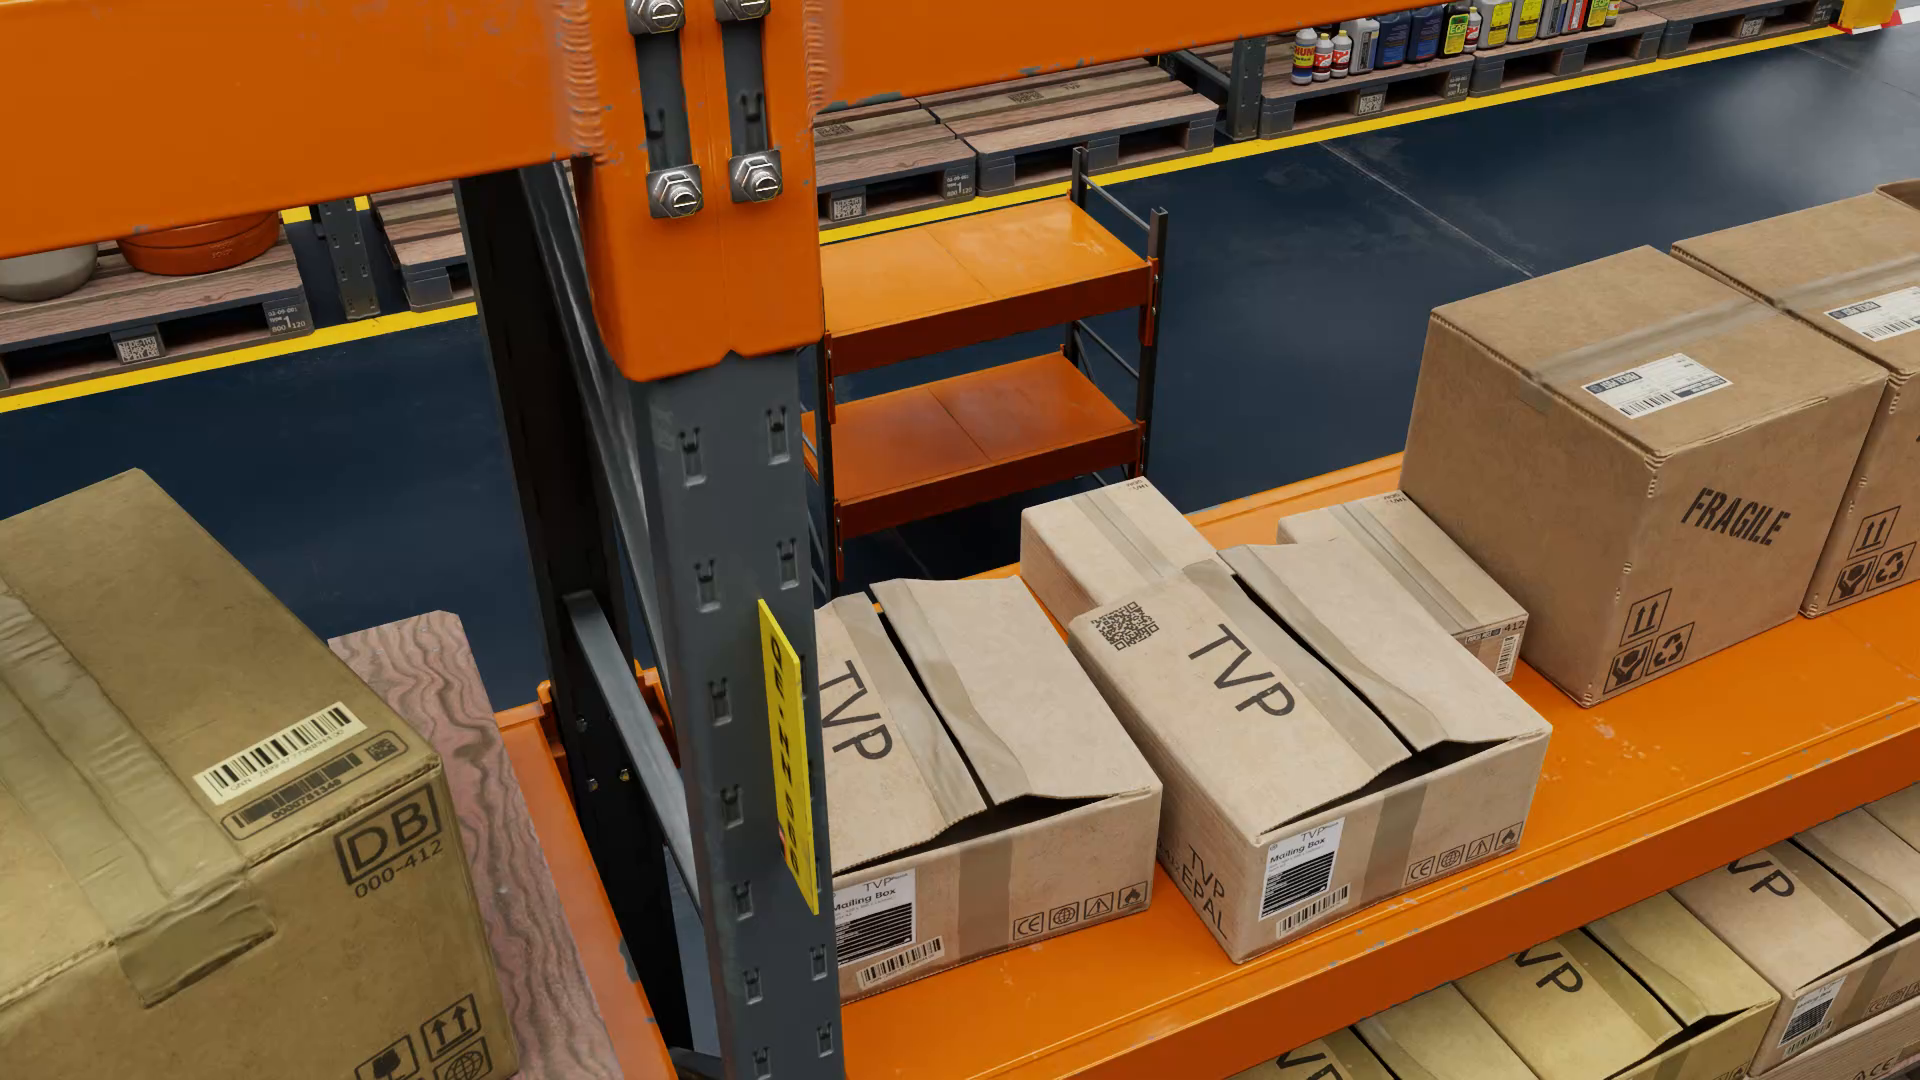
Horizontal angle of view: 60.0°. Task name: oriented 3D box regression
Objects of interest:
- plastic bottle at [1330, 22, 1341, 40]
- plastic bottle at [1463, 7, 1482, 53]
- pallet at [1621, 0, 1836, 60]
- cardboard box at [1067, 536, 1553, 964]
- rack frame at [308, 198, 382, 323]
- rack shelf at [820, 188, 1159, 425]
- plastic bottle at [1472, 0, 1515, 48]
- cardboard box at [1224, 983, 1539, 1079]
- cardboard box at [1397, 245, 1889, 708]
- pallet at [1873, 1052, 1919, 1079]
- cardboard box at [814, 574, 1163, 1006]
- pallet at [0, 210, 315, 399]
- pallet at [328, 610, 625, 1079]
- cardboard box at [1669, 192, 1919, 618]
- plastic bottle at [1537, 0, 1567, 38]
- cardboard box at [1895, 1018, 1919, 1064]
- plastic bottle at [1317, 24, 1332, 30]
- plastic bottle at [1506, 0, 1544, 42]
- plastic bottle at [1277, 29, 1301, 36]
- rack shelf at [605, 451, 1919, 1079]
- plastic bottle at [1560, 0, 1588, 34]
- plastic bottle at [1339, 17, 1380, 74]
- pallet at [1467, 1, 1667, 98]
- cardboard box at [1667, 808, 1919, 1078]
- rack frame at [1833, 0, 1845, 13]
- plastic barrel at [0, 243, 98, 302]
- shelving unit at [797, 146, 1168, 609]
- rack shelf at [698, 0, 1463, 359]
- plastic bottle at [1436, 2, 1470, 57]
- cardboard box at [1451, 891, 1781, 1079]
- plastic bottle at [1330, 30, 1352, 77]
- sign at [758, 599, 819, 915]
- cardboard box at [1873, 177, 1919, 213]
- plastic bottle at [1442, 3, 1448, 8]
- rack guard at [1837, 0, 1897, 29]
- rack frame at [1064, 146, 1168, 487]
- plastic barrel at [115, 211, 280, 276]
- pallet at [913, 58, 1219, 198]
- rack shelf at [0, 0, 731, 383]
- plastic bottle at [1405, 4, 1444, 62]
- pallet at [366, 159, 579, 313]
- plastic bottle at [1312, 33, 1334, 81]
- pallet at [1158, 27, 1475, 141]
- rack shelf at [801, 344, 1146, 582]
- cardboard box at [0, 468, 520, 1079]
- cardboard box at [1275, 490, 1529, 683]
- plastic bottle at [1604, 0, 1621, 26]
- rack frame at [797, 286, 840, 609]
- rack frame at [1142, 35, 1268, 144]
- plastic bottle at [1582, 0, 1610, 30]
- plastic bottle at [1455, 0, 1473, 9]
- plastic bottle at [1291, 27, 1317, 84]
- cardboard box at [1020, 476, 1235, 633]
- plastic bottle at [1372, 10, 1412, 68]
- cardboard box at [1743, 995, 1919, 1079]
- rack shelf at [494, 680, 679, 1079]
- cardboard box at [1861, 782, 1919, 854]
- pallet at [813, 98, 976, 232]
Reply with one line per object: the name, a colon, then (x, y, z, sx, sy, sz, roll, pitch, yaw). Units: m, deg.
plastic bottle: (1.831, -2.419, 7.904, 0.133, 0.283, 0.061, -16, 39, -20)
plastic bottle: (2.465, -2.475, 8.049, 0.097, 0.201, 0.097, 0, 37, 0)
pallet: (3.955, -2.980, 9.091, 1.213, 0.211, 1.003, -16, 39, -20)
cardboard box: (0.493, 0.264, 2.451, 0.500, 0.311, 0.500, -16, 39, -20)
rack frame: (-2.500, -2.322, 5.863, 0.127, 3.000, 1.000, -16, 39, -20)
rack shelf: (-0.006, -0.685, 4.738, 1.000, 0.278, 0.538, -16, 39, -20)
plastic bottle: (2.584, -2.584, 8.070, 0.185, 0.351, 0.144, -16, 39, -20)
cardboard box: (0.672, 0.949, 2.938, 0.500, 0.311, 0.500, -17, 40, -21)
cardboard box: (1.113, -0.124, 2.815, 0.500, 0.500, 0.500, -18, 40, -22)
pallet: (1.466, 0.976, 3.757, 1.213, 0.211, 1.003, -16, 39, -20)
cardboard box: (-0.051, 0.317, 2.379, 0.500, 0.311, 0.500, -13, 39, -17)
pallet: (-3.196, -0.980, 6.395, 1.213, 0.211, 1.003, -16, 39, -20)
pallet: (-0.983, 0.636, 2.035, 1.003, 0.211, 1.213, -16, 39, -20)
cardboard box: (1.590, -0.257, 2.995, 0.500, 0.500, 0.500, -16, 39, -20)
plastic bottle: (2.900, -2.645, 8.215, 0.135, 0.276, 0.152, -17, 40, -21)
cardboard box: (2.048, 0.791, 3.621, 0.500, 0.250, 0.500, -15, 39, -19)
plastic bottle: (1.841, -2.711, 8.304, 0.135, 0.276, 0.152, -16, 39, -20)
plastic bottle: (2.752, -2.631, 8.133, 0.185, 0.351, 0.144, -14, 39, -18)
plastic bottle: (1.643, -2.688, 8.211, 0.185, 0.351, 0.144, -16, 39, -20)
rack shelf: (1.412, 0.133, 3.157, 4.000, 0.370, 1.077, -16, 39, -20)
plastic bottle: (3.026, -2.680, 8.262, 0.135, 0.276, 0.152, -15, 39, -20)
plastic bottle: (1.877, -2.358, 7.829, 0.135, 0.276, 0.152, -14, 39, -18)
pallet: (2.853, -2.674, 8.677, 1.213, 0.211, 1.003, -16, 39, -20)
cardboard box: (1.600, 0.690, 3.286, 0.500, 0.311, 0.500, -16, 39, -21)
rack frame: (4.742, -4.347, 8.593, 0.127, 3.000, 1.000, -16, 39, -20)
plastic barrel: (-3.409, -1.168, 6.042, 0.421, 0.512, 0.421, 0, 37, 0)
shelving unit: (-0.006, -0.450, 4.913, 1.048, 1.125, 0.538, -16, 39, -20)
rack shelf: (1.412, -1.072, 2.264, 4.000, 0.370, 1.077, -16, 39, -20)
plastic bottle: (2.366, -2.468, 7.971, 0.133, 0.283, 0.061, -14, 39, -18)
cardboard box: (1.135, 0.821, 3.110, 0.500, 0.311, 0.500, -17, 40, -21)
plastic bottle: (1.780, -2.283, 7.790, 0.097, 0.201, 0.097, 0, 37, 0)
sign: (-0.160, 0.207, 1.548, 0.005, 0.325, 0.100, -16, 39, -20)
cardboard box: (2.043, -0.384, 3.166, 0.500, 0.500, 0.500, -13, 38, -17)
plastic bottle: (2.316, -2.501, 8.026, 0.097, 0.271, 0.097, 0, 37, 0)
rack guard: (4.693, -3.299, 9.278, 0.348, 0.500, 1.175, -16, 39, -20)
rack frame: (0.454, -0.579, 5.086, 0.032, 1.125, 0.500, -16, 39, -20)
plastic barrel: (-2.936, -1.486, 6.205, 0.708, 0.830, 0.600, -16, 39, -20)
pallet: (0.426, -1.995, 7.763, 1.213, 0.211, 1.003, -16, 39, -20)
rack shelf: (-2.209, -0.060, 0.899, 4.000, 0.370, 1.077, -16, 39, -20)
plastic bottle: (2.199, -2.476, 7.925, 0.185, 0.351, 0.144, -17, 40, -22)
pallet: (-1.782, -1.378, 6.930, 1.213, 0.211, 1.003, -16, 39, -20)
plastic bottle: (1.688, -2.258, 7.756, 0.097, 0.201, 0.097, 0, 37, 0)
pallet: (1.747, -2.362, 8.258, 1.213, 0.211, 1.003, -16, 39, -20)
rack shelf: (-0.006, -0.254, 5.058, 1.000, 0.278, 0.538, -16, 39, -20)
cardboard box: (-0.921, 0.361, 1.809, 0.500, 0.500, 0.700, -30, 46, -34)
cardboard box: (0.732, 0.098, 2.811, 0.250, 0.149, 0.380, -13, 38, -17)
plastic bottle: (3.266, -2.699, 8.350, 0.097, 0.201, 0.097, 0, 37, 0)
rack frame: (-0.466, -0.321, 4.739, 0.032, 1.125, 0.500, -16, 39, -20)
rack frame: (1.121, -3.335, 7.228, 0.127, 3.000, 1.000, -16, 39, -20)
plastic bottle: (3.168, -2.692, 8.273, 0.133, 0.283, 0.061, -15, 39, -19)
plastic bottle: (2.498, -2.627, 8.191, 0.135, 0.276, 0.152, -16, 39, -20)
plastic bottle: (1.596, -2.260, 7.700, 0.097, 0.271, 0.097, 0, 37, 0)
cardboard box: (0.298, 0.074, 2.843, 0.250, 0.149, 0.380, -16, 39, -20)
plastic bottle: (2.028, -2.428, 7.860, 0.185, 0.351, 0.144, -15, 39, -19)
cardboard box: (1.587, 0.919, 3.448, 0.500, 0.250, 0.500, -15, 39, -19)
rack shelf: (-2.209, 1.145, 1.792, 4.000, 0.370, 1.077, -16, 39, -20)
cardboard box: (2.056, 0.565, 3.455, 0.500, 0.311, 0.500, -16, 39, -20)
pallet: (-0.679, -1.684, 7.343, 1.213, 0.211, 1.003, -16, 39, -20)
